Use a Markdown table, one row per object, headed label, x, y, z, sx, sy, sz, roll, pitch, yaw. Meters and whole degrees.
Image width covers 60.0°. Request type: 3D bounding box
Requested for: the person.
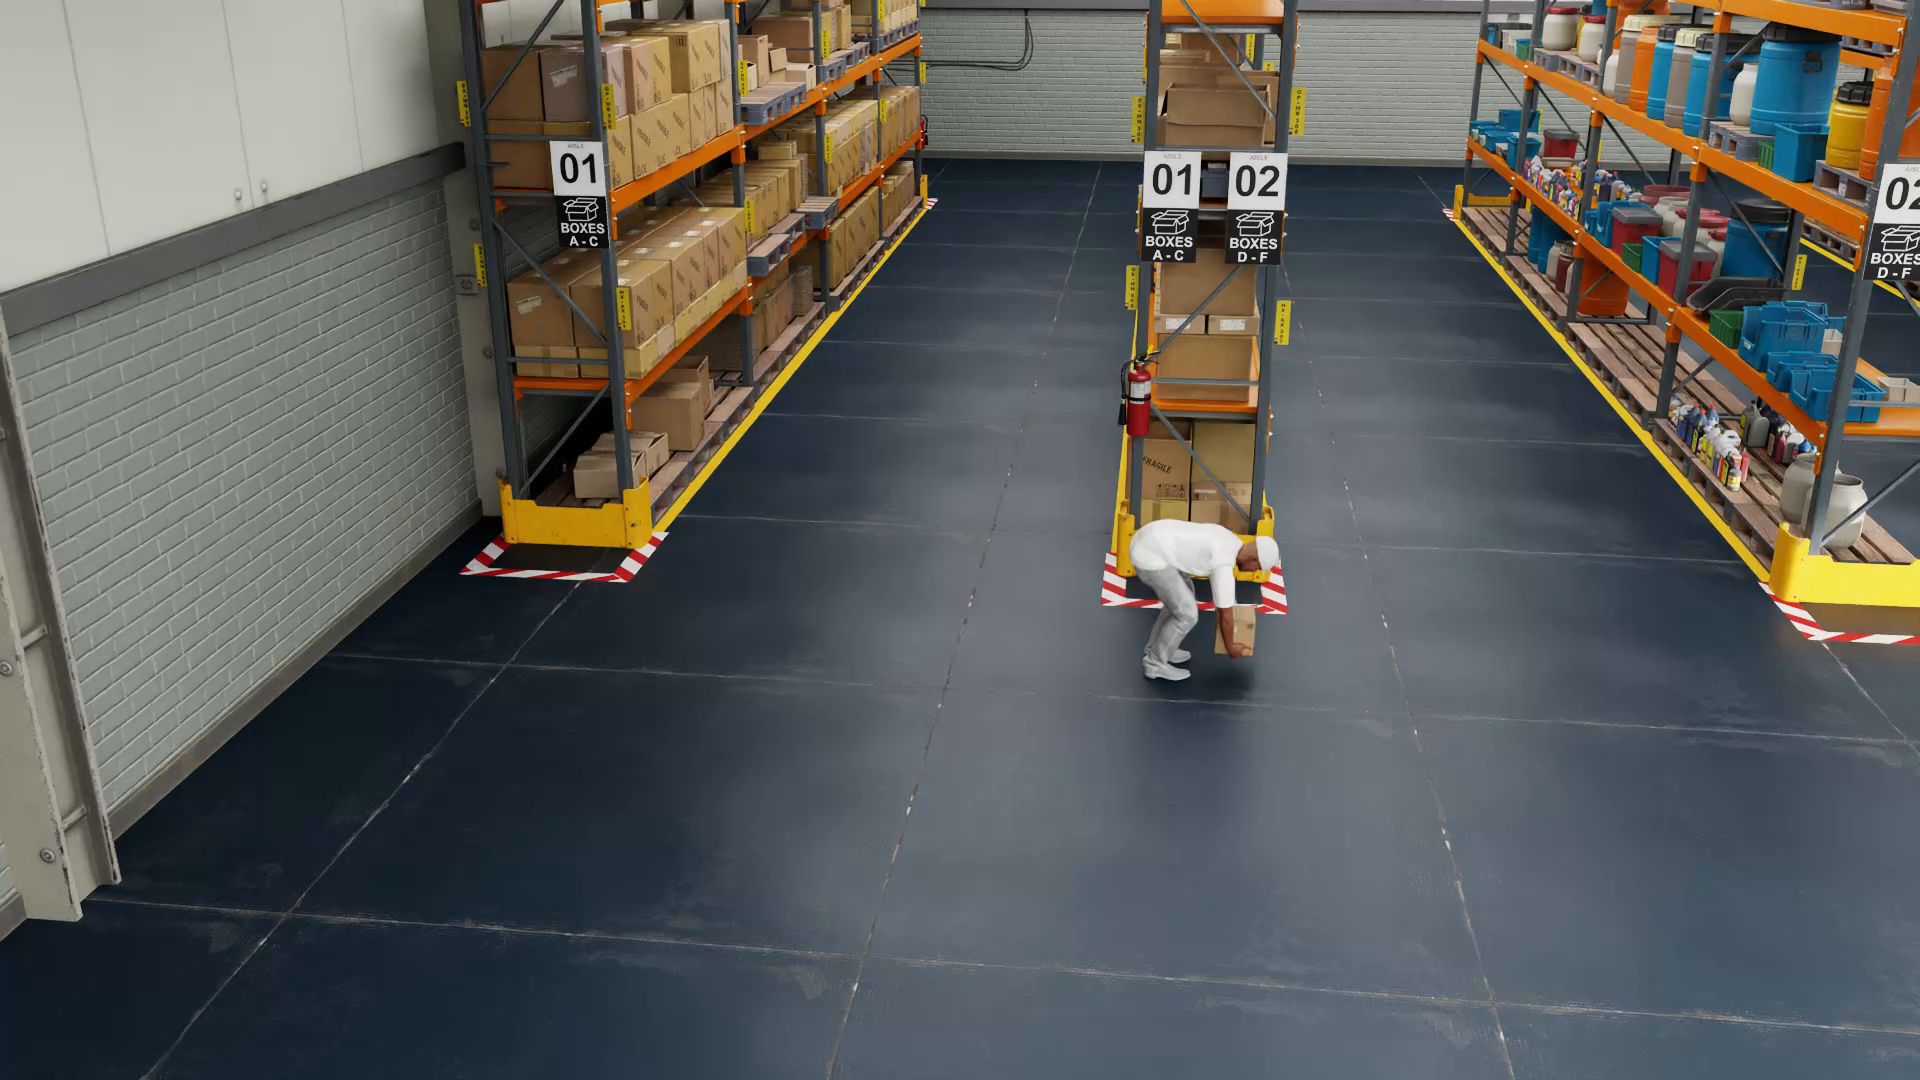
| label | x | y | z | sx | sy | sz | roll | pitch | yaw |
| --- | --- | --- | --- | --- | --- | --- | --- | --- | --- |
| person | 1.602 | 0.381 | 11.045 | 0.981 | 1.053 | 0.486 | 2 | 21 | 4 |
